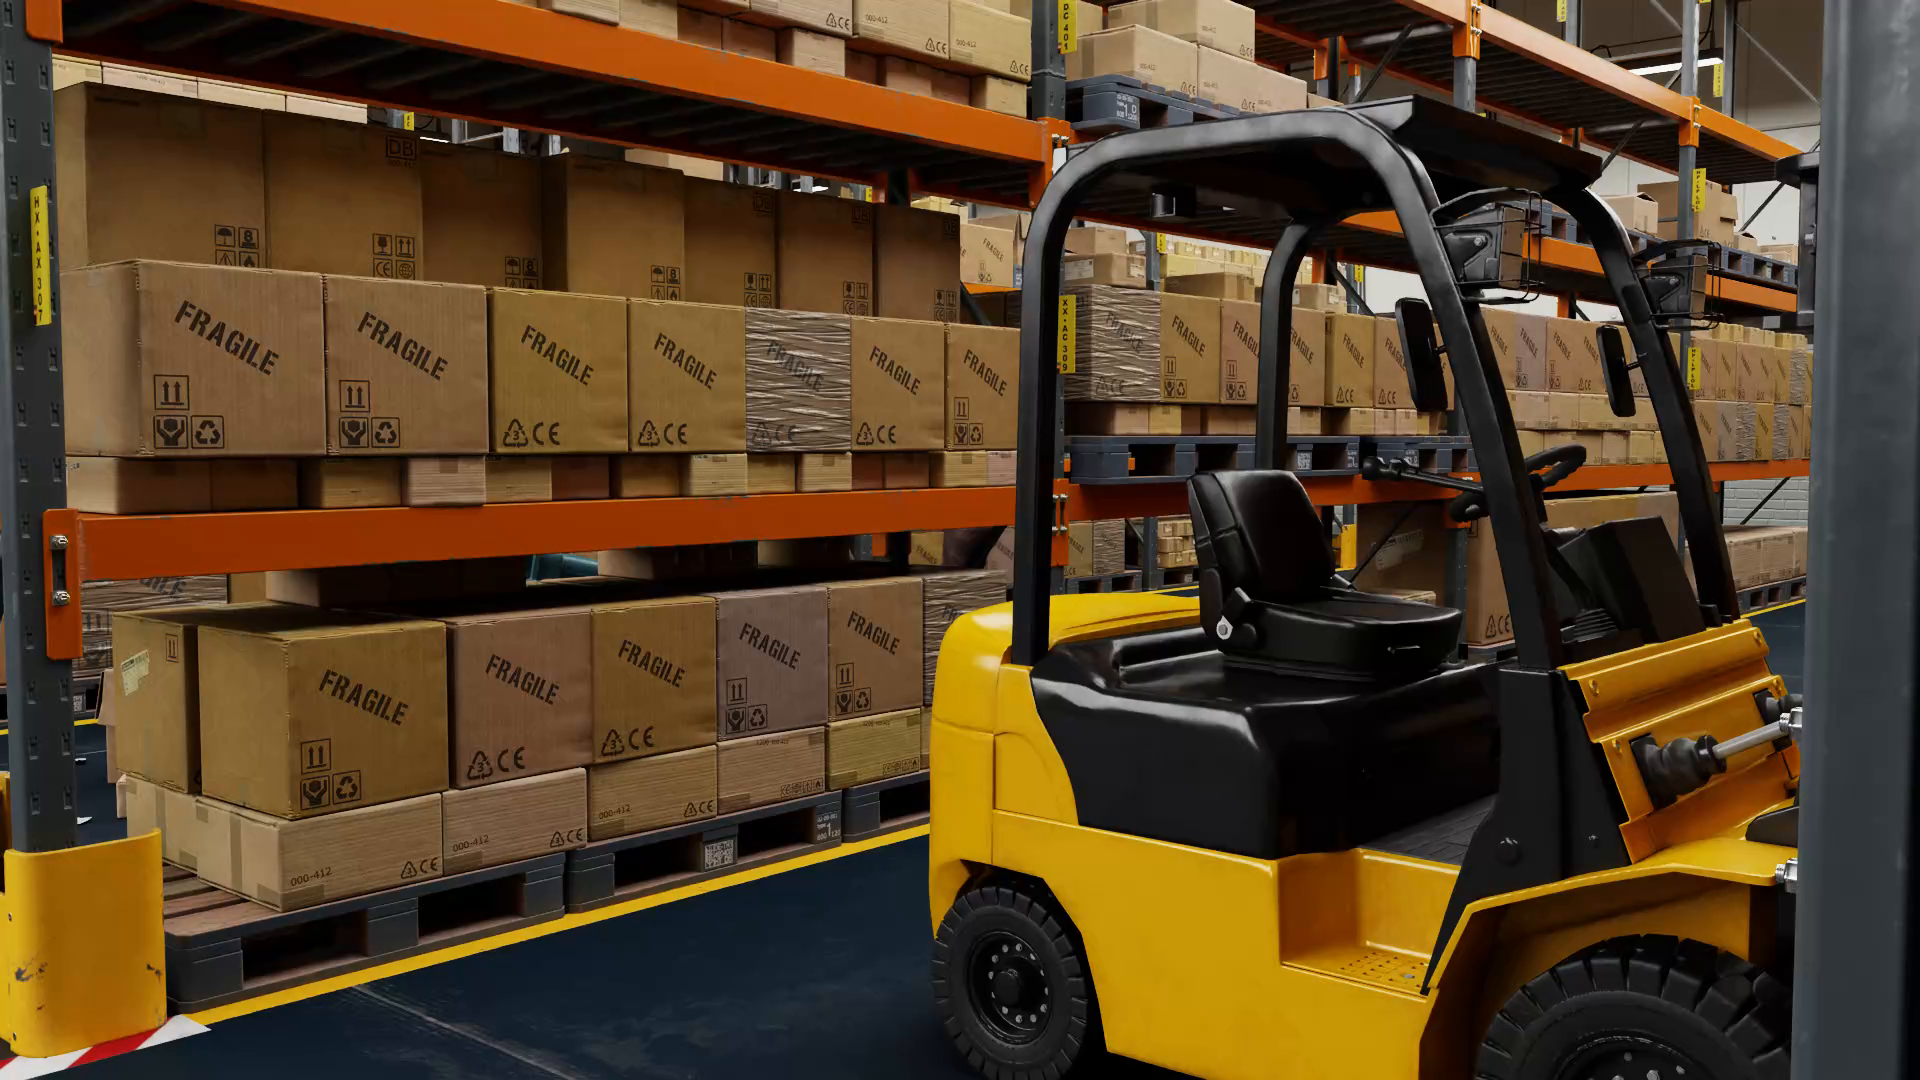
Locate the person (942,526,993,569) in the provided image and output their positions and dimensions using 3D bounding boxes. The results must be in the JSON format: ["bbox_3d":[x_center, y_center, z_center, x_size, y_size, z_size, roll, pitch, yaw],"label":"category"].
[{"bbox_3d":[-0.013,-0.094,12.015,0.558,1.720,0.494,3,5,40],"label":"person"}]
